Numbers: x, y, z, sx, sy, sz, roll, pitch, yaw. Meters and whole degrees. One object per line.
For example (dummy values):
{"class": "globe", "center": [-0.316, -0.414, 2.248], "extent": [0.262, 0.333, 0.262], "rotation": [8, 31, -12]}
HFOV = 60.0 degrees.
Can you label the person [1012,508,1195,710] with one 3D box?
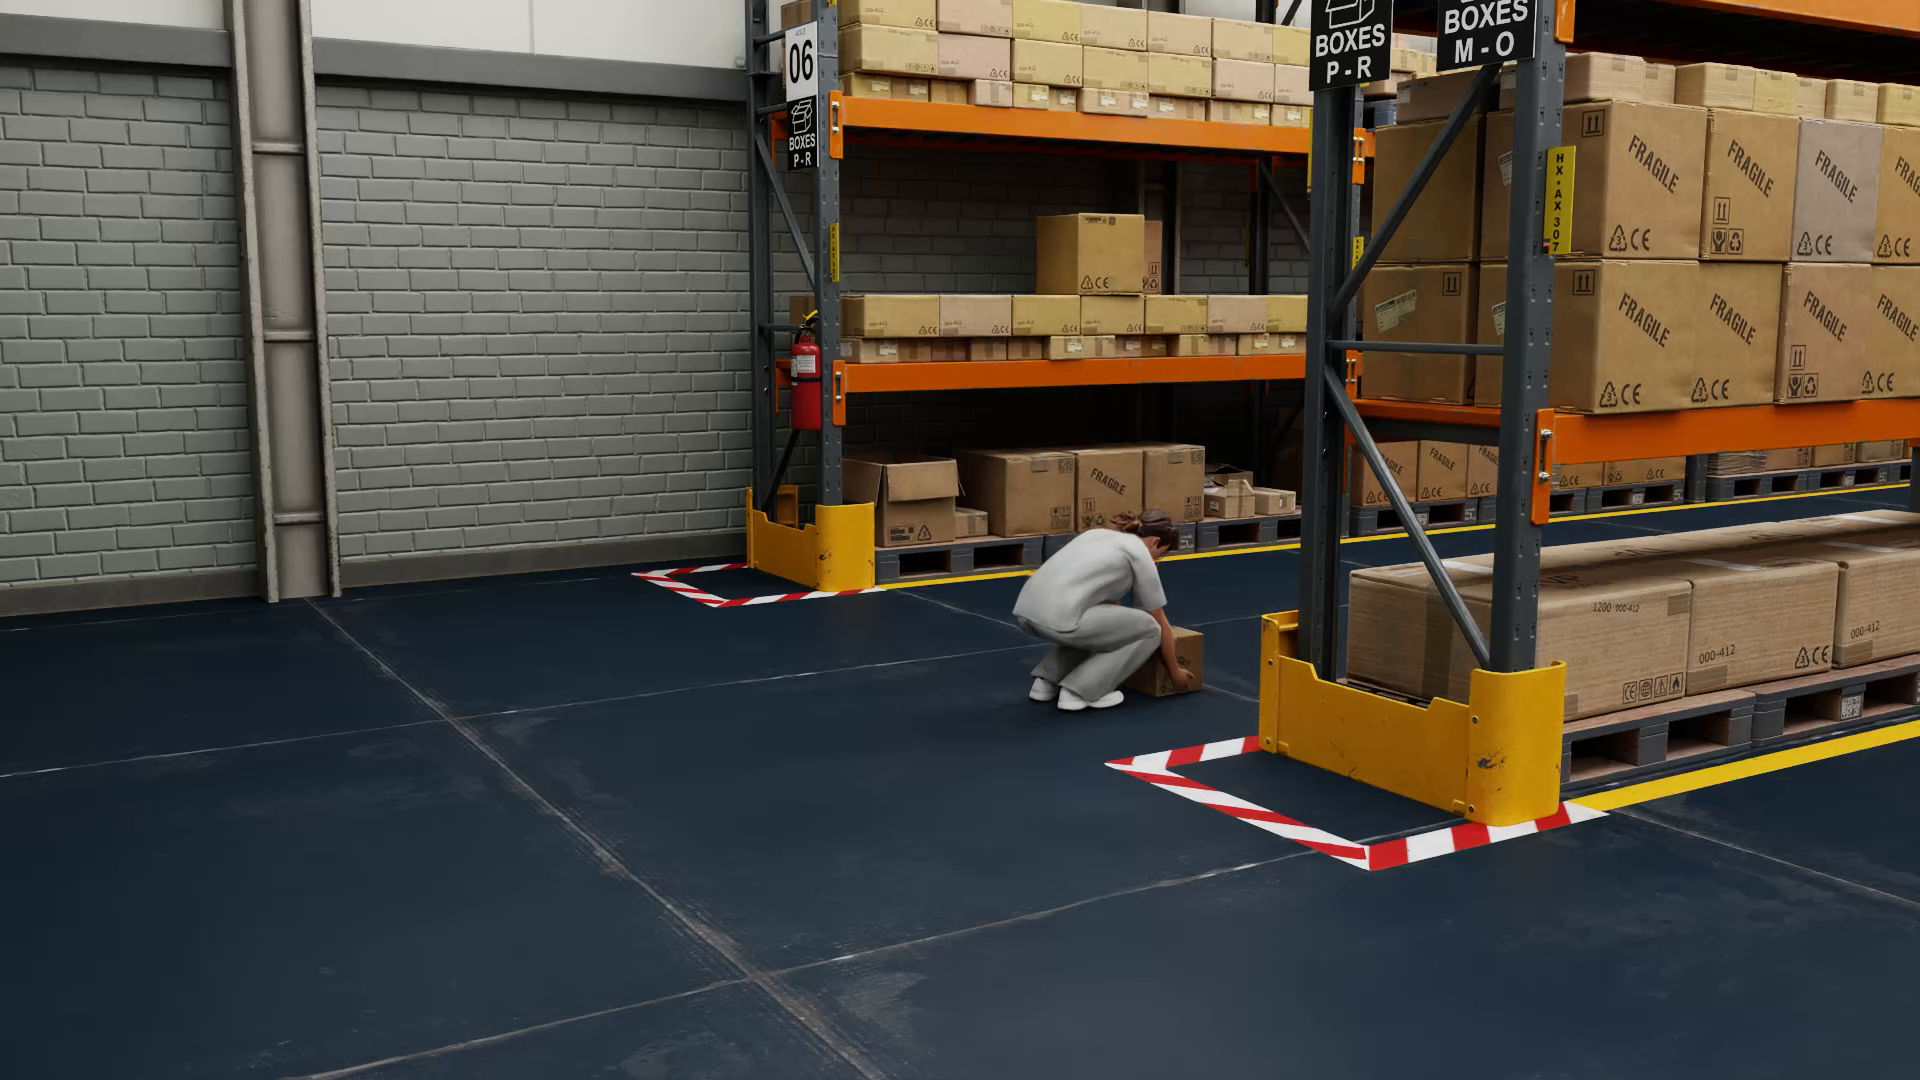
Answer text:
{"class": "person", "center": [0.601, 0.291, 7.005], "extent": [0.807, 0.804, 0.478], "rotation": [-5, 10, -31]}
